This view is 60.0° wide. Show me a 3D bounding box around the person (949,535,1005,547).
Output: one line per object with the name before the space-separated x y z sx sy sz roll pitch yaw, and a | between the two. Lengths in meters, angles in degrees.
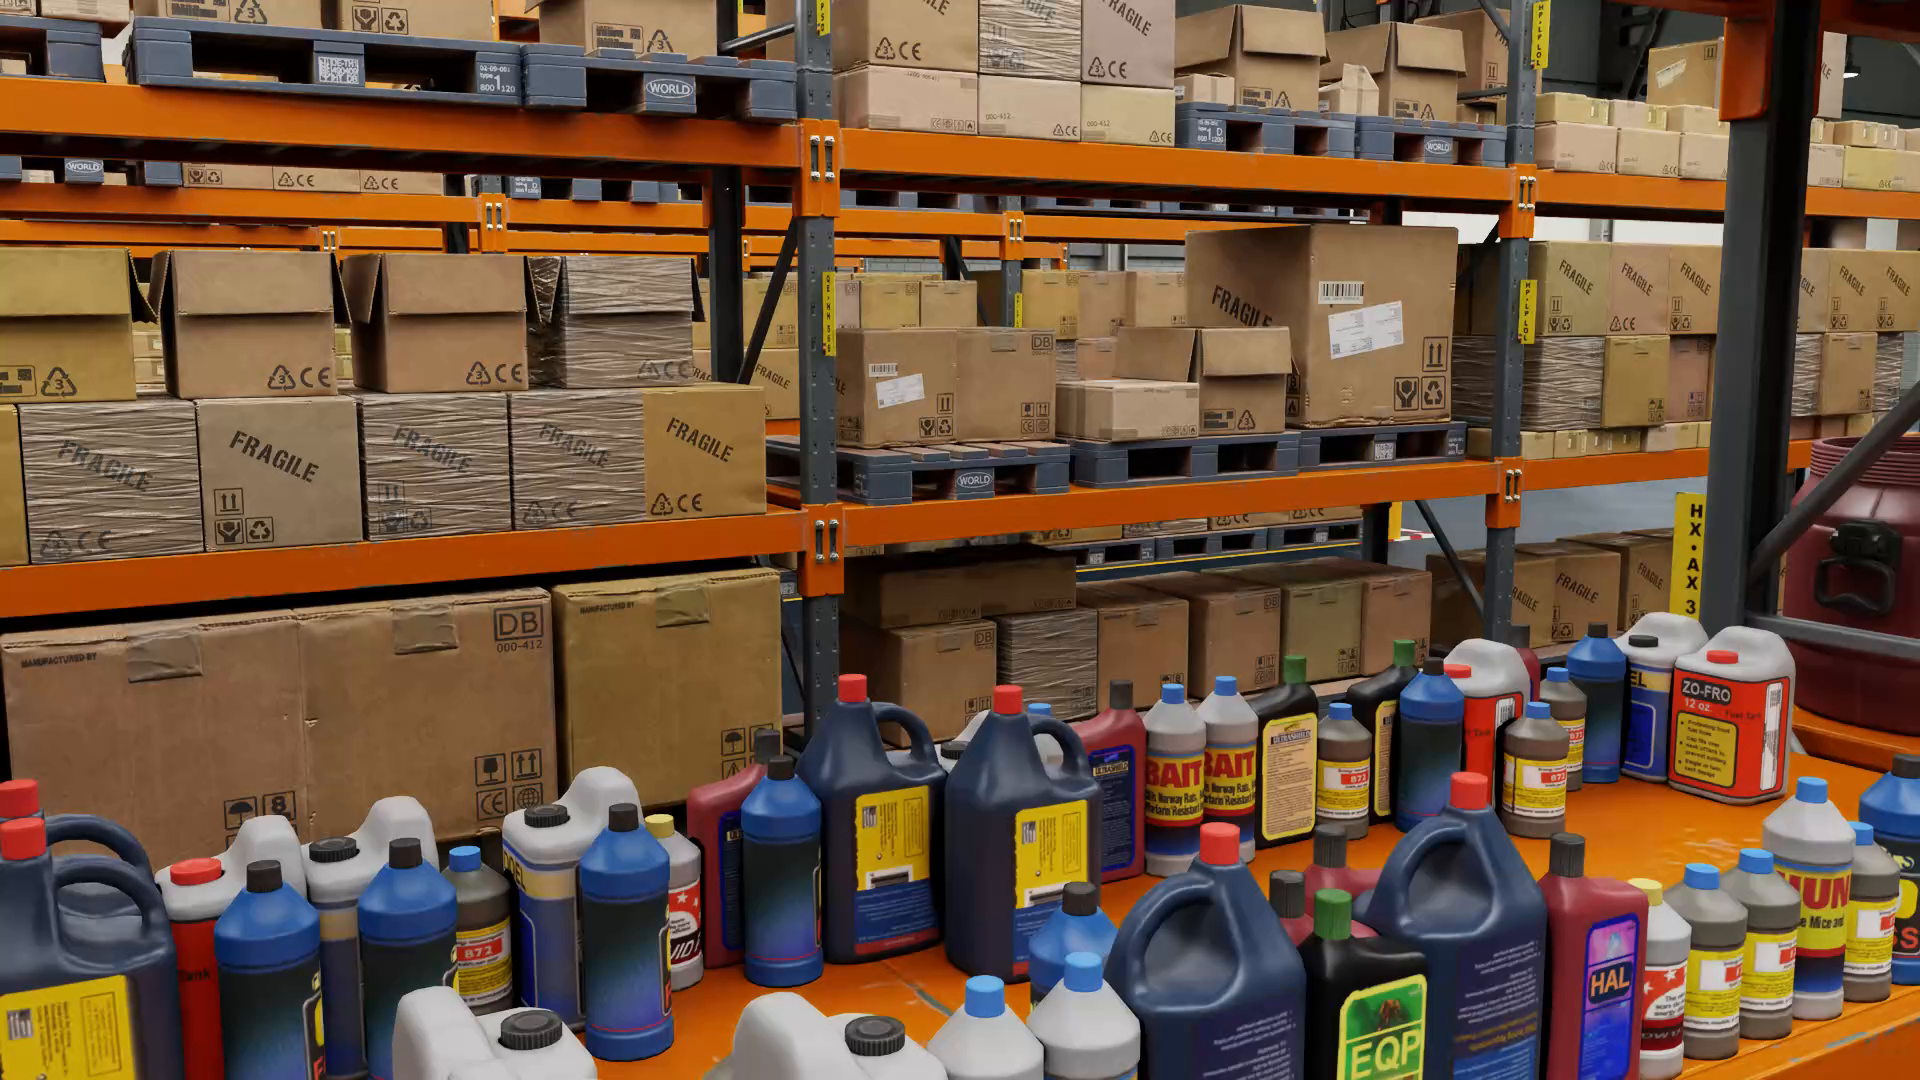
person | 0.168 -0.174 9.985 0.577 1.779 0.492 -5 9 -32
